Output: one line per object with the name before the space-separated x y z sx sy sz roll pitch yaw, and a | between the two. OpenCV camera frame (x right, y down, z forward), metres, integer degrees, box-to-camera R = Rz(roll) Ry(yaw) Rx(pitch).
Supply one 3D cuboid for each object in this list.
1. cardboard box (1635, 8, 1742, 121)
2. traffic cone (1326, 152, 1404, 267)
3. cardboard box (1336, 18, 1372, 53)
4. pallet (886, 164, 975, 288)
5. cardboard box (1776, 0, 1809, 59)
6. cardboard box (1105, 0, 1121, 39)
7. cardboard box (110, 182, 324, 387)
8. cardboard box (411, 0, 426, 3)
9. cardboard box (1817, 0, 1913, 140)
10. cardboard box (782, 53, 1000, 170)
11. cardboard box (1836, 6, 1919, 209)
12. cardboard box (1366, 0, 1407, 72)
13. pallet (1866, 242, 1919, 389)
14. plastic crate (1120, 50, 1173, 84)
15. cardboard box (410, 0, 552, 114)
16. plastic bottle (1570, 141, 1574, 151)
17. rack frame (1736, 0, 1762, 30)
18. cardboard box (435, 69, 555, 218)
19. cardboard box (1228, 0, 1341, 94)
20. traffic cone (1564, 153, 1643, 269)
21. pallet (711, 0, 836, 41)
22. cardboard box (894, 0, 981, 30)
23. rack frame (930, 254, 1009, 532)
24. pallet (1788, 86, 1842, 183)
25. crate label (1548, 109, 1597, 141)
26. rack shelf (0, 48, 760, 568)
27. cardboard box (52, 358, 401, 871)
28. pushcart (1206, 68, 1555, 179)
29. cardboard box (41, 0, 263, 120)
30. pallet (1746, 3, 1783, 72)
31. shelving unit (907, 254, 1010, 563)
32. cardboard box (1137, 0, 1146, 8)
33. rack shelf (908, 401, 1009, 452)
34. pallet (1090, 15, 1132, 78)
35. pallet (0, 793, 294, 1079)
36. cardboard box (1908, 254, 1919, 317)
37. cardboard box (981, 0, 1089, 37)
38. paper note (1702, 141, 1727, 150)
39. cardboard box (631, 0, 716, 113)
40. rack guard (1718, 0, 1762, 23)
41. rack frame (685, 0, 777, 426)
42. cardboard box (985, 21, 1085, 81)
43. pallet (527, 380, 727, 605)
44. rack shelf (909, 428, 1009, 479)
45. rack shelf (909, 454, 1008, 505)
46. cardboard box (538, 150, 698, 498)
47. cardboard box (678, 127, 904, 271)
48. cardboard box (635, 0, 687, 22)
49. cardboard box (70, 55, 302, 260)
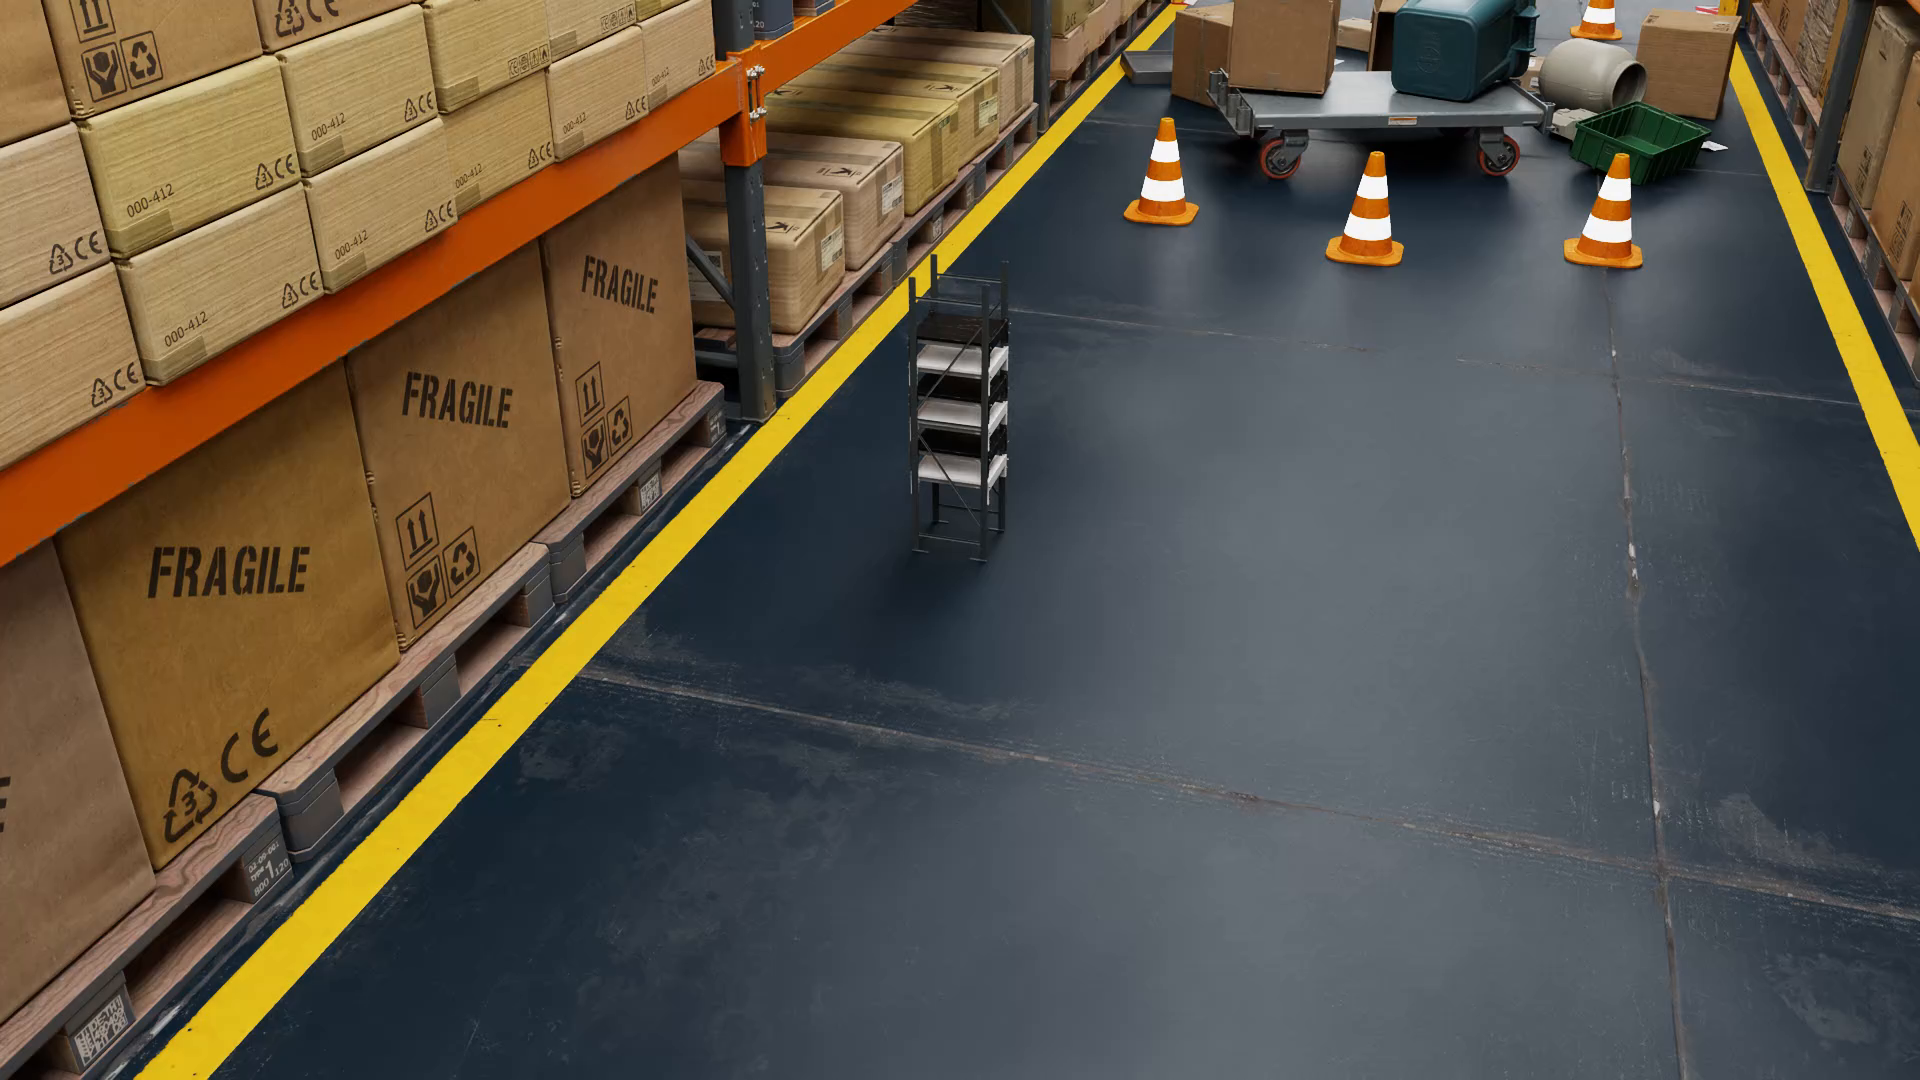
cardboard box | 4.244 -2.798 9.762 0.500 0.500 0.500 14 32 23
traffic cone | 1.853 -1.518 7.503 0.336 0.463 0.334 8 30 15
cardboard box | 2.729 -3.397 11.203 0.250 0.149 0.380 -24 37 -37
pallet | -0.575 -1.531 7.785 1.003 0.211 1.213 8 30 15
cardboard box | 5.552 -3.401 10.032 0.875 0.875 0.875 8 30 14
cardboard box | 0.738 -3.395 10.663 0.500 0.250 0.500 8 30 14
cardboard box | -1.643 -0.541 3.290 0.500 0.250 0.500 8 30 14
cardboard box | -1.363 -1.555 3.829 0.500 0.500 0.500 9 30 15
cardboard box | 5.021 -2.558 8.517 0.875 0.875 0.875 9 30 16
cardboard box | -0.351 -2.137 8.277 0.950 0.372 0.625 10 31 18
cardboard box | 4.673 -1.920 7.498 1.050 0.750 0.750 8 30 15
cardboard box | 2.820 -2.894 9.796 0.797 0.637 0.503 8 30 15
pallet | 4.259 -0.864 6.587 1.003 0.211 1.213 8 30 15
plastic crate | 1.253 -3.017 10.591 0.402 0.080 0.583 -1 29 -3
cardboard box | -1.343 -1.234 4.022 0.500 0.250 0.500 8 30 14
plastic bottle | 3.408 -2.081 8.927 0.133 0.061 0.283 -6 30 -11
rack frame | 5.944 -4.880 10.937 1.000 3.000 0.127 8 30 15
cardboard box | -1.365 -1.013 4.139 0.500 0.250 0.500 8 30 14
cardboard box | 1.718 -2.679 8.773 0.500 0.500 0.500 8 30 15
traffic cone | 2.932 -1.505 7.479 0.336 0.463 0.334 8 30 15
pallet | -1.059 -2.084 6.108 1.213 0.211 1.003 8 30 15
cardboard box | -0.075 -3.303 9.728 0.500 0.500 0.500 8 30 14
rack frame | 0.027 -0.437 5.109 0.240 0.900 0.006 8 30 15
pallet | 5.068 -2.145 8.888 1.003 0.211 1.213 8 30 15
crate label | 3.434 -2.309 9.261 0.298 0.136 0.250 -12 31 -20
rack shelf | -1.753 -0.578 3.943 1.077 0.370 4.000 8 30 15
cardboard box | -1.977 0.062 3.807 0.875 0.875 0.875 9 30 16
pushcart | 2.202 -2.232 8.875 1.648 0.377 0.936 -1 29 -3
cardboard box | -1.664 -1.080 2.974 0.500 0.500 0.500 8 30 14
pallet | 5.784 -3.279 10.927 1.003 0.211 1.213 8 30 15
shelving unit | -0.002 -0.389 5.024 0.258 0.900 0.210 8 30 15
cardboard box | 1.042 -3.868 11.513 0.500 0.250 0.500 9 30 15
rack shelf | -0.002 -0.360 5.041 0.258 0.077 0.200 8 30 15
pallet | 0.528 -3.348 11.051 1.003 0.211 1.213 8 30 15
pallet | -2.186 0.887 3.439 1.003 0.211 1.213 8 30 15
cardboard box | 4.114 -1.040 5.915 1.050 0.750 0.750 9 30 16
cardboard box | 0.439 -3.226 9.588 0.500 0.500 0.500 10 31 17
paper note | 4.101 -2.166 9.111 0.147 0.020 0.142 -12 31 -20
cardboard box | -1.066 -1.484 4.986 0.500 0.250 0.500 7 30 13
rack guard | 5.951 -3.799 11.564 1.175 0.500 0.348 8 30 15
rack frame | -1.166 -1.822 5.439 1.000 3.000 0.127 8 30 15
cardboard box | 0.439 -2.898 9.770 0.500 0.250 0.500 7 30 13
pallet | -1.470 -0.247 5.478 1.003 0.211 1.213 8 30 15
rack shelf | -0.002 -0.282 5.084 0.258 0.077 0.200 8 30 15
rack shelf | -0.002 -0.203 5.128 0.258 0.077 0.200 8 30 15
cardboard box | -1.448 -0.767 5.298 0.875 0.875 0.875 8 30 14
cardboard box | -0.782 -1.462 7.064 0.950 0.372 0.625 8 30 14
cardboard box | -1.065 -1.713 4.884 0.500 0.250 0.500 8 30 15
cardboard box | -1.642 -0.757 3.165 0.500 0.250 0.500 9 30 16
